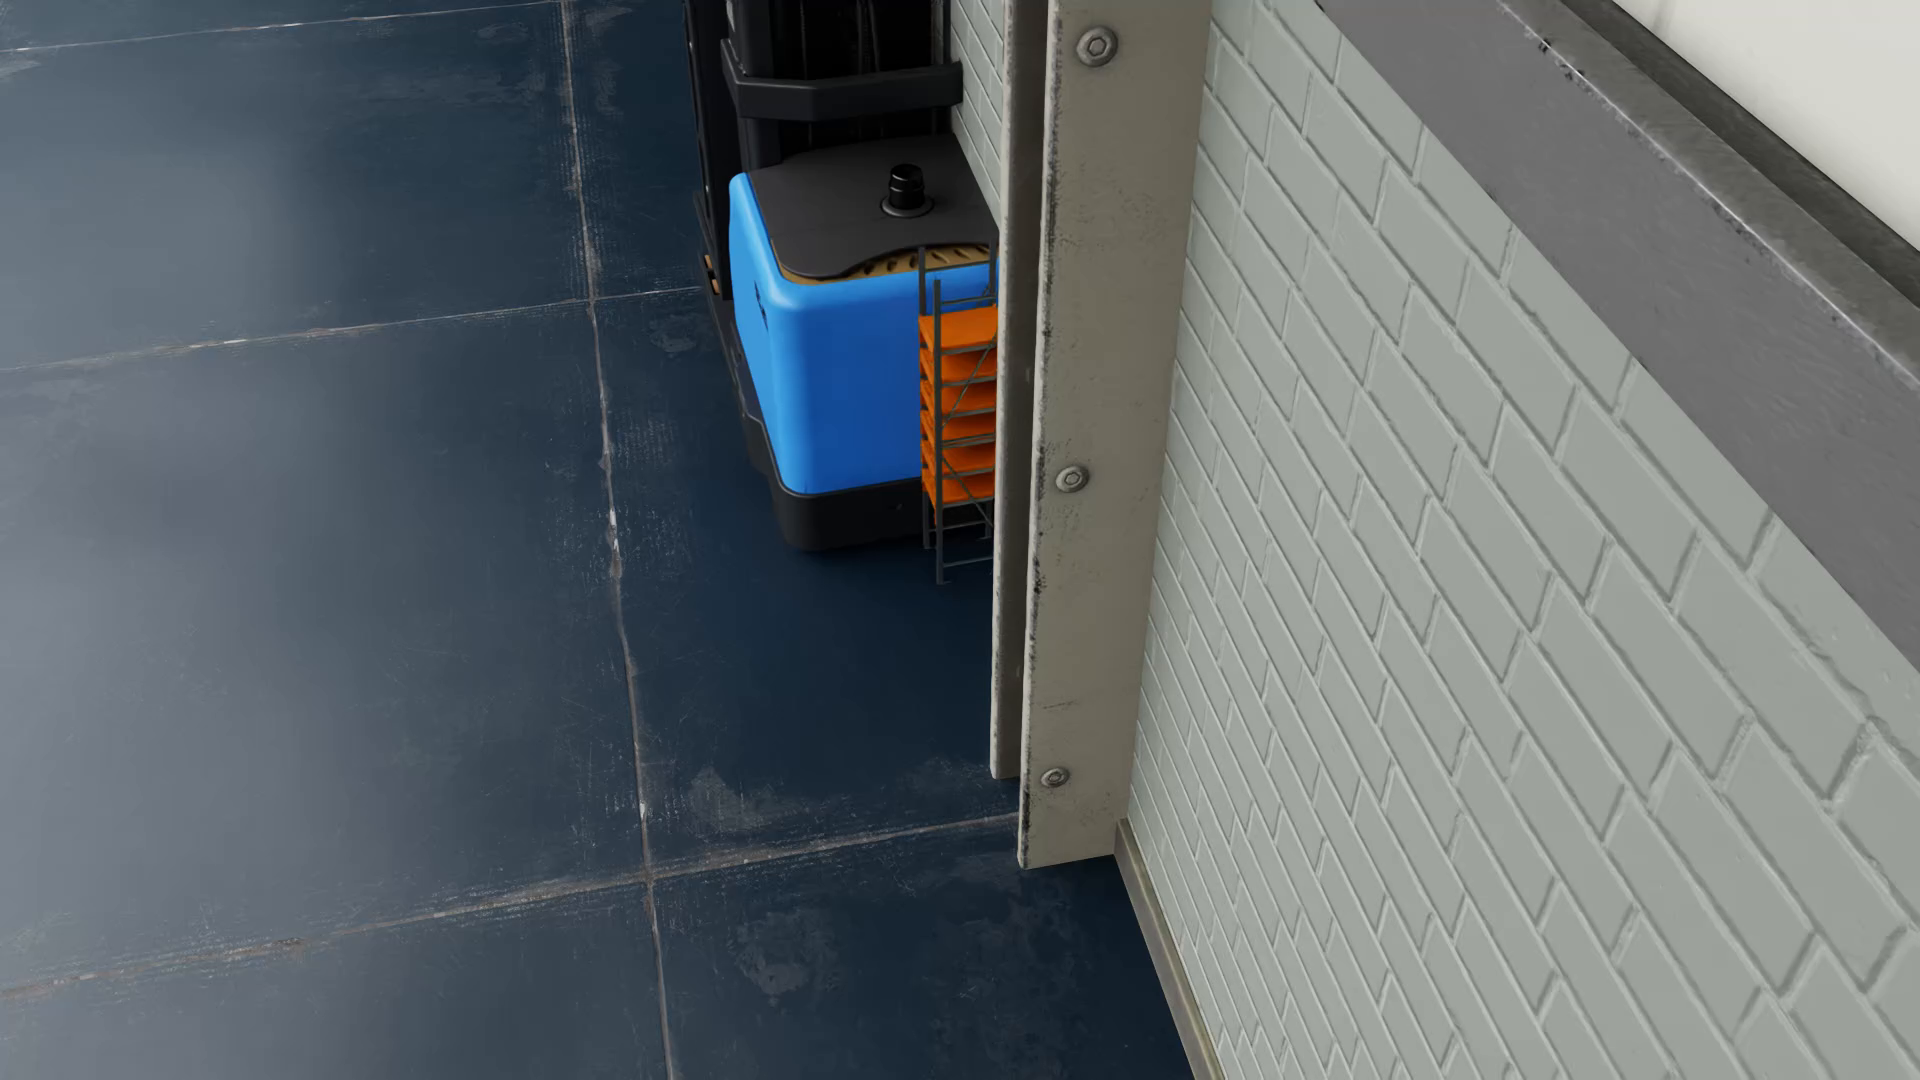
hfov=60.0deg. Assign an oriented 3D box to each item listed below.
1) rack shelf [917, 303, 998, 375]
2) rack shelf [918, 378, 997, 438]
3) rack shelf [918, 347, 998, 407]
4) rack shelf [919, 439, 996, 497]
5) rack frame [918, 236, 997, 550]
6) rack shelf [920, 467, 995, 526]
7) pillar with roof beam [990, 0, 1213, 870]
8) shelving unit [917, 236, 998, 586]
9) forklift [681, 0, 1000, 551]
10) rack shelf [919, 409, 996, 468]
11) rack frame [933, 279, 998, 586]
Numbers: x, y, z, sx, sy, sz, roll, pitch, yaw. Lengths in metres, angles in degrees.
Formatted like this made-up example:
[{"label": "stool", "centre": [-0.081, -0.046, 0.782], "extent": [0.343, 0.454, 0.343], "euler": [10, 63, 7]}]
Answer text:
[{"label": "rack shelf", "centre": [0.016, -0.613, 5.061], "extent": [0.258, 0.103, 0.180], "euler": [-10, 43, -11]}, {"label": "rack shelf", "centre": [0.016, -0.433, 5.220], "extent": [0.258, 0.103, 0.180], "euler": [-10, 43, -11]}, {"label": "rack shelf", "centre": [0.016, -0.523, 5.141], "extent": [0.258, 0.103, 0.180], "euler": [-10, 43, -11]}, {"label": "rack shelf", "centre": [0.016, -0.254, 5.380], "extent": [0.258, 0.103, 0.180], "euler": [-10, 43, -11]}, {"label": "rack frame", "centre": [-0.008, -0.435, 5.336], "extent": [0.240, 1.200, 0.006], "euler": [-10, 43, -11]}, {"label": "rack shelf", "centre": [0.016, -0.164, 5.459], "extent": [0.258, 0.103, 0.180], "euler": [-10, 43, -11]}, {"label": "pillar with roof beam", "centre": [-3.922, -1.967, 1.187], "extent": [9.100, 9.000, 0.400], "euler": [-8, 42, -9]}, {"label": "shelving unit", "centre": [0.016, -0.377, 5.270], "extent": [0.258, 1.200, 0.189], "euler": [-10, 43, -11]}, {"label": "forklift", "centre": [-0.455, -2.048, 5.850], "extent": [1.130, 2.935, 3.031], "euler": [-10, 43, -11]}, {"label": "rack shelf", "centre": [0.016, -0.343, 5.300], "extent": [0.258, 0.103, 0.180], "euler": [-10, 43, -11]}, {"label": "rack frame", "centre": [0.039, -0.318, 5.204], "extent": [0.240, 1.200, 0.006], "euler": [-10, 43, -11]}]
